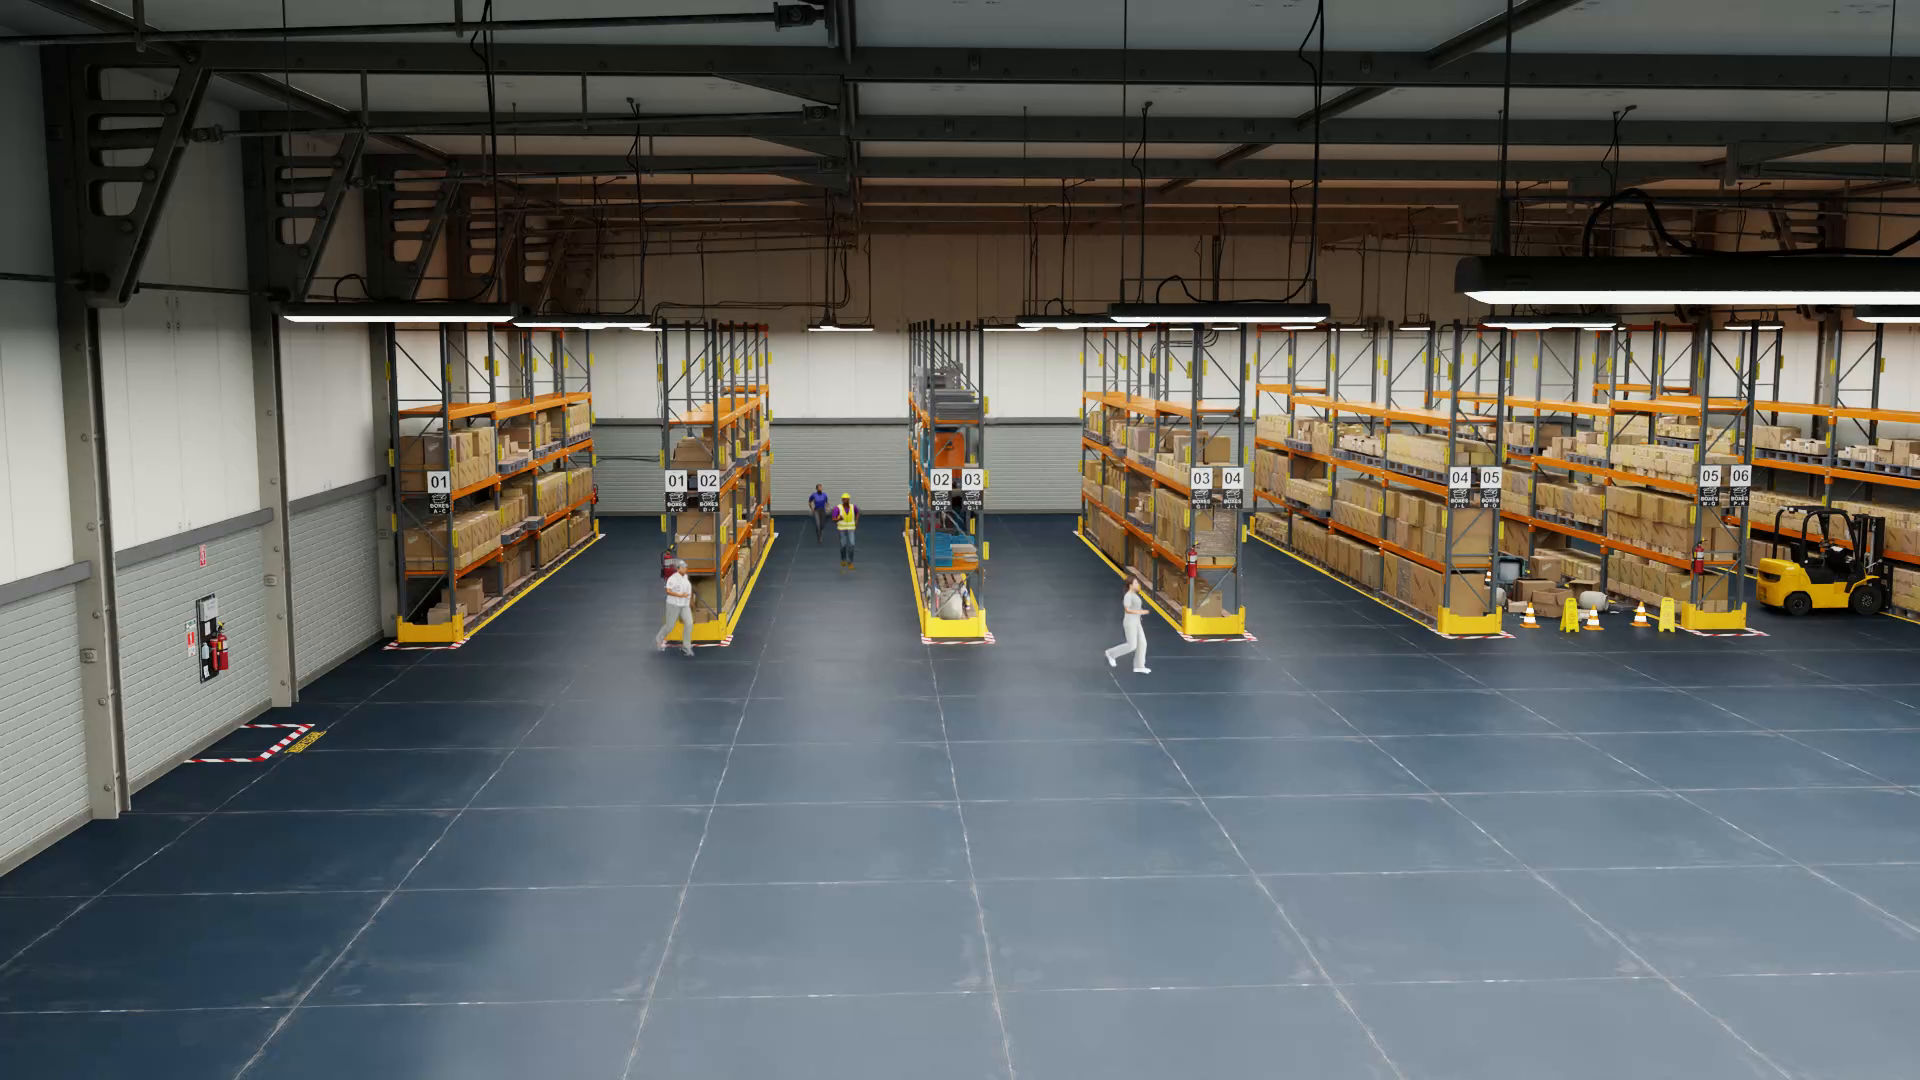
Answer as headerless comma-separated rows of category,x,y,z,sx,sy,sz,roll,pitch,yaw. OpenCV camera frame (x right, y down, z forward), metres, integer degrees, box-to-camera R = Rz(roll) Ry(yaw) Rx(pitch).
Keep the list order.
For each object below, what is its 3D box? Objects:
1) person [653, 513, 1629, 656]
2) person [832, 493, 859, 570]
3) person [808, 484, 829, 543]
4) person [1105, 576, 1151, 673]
person,4.612,0.740,32.729,14.046,1.976,15.924,5,8,33
person,-2.691,-0.216,39.292,0.677,1.794,0.744,-1,7,-9
person,-3.915,-0.753,46.044,0.561,1.621,0.756,-2,7,-15
person,2.873,1.435,28.199,0.794,1.621,0.577,3,8,21
